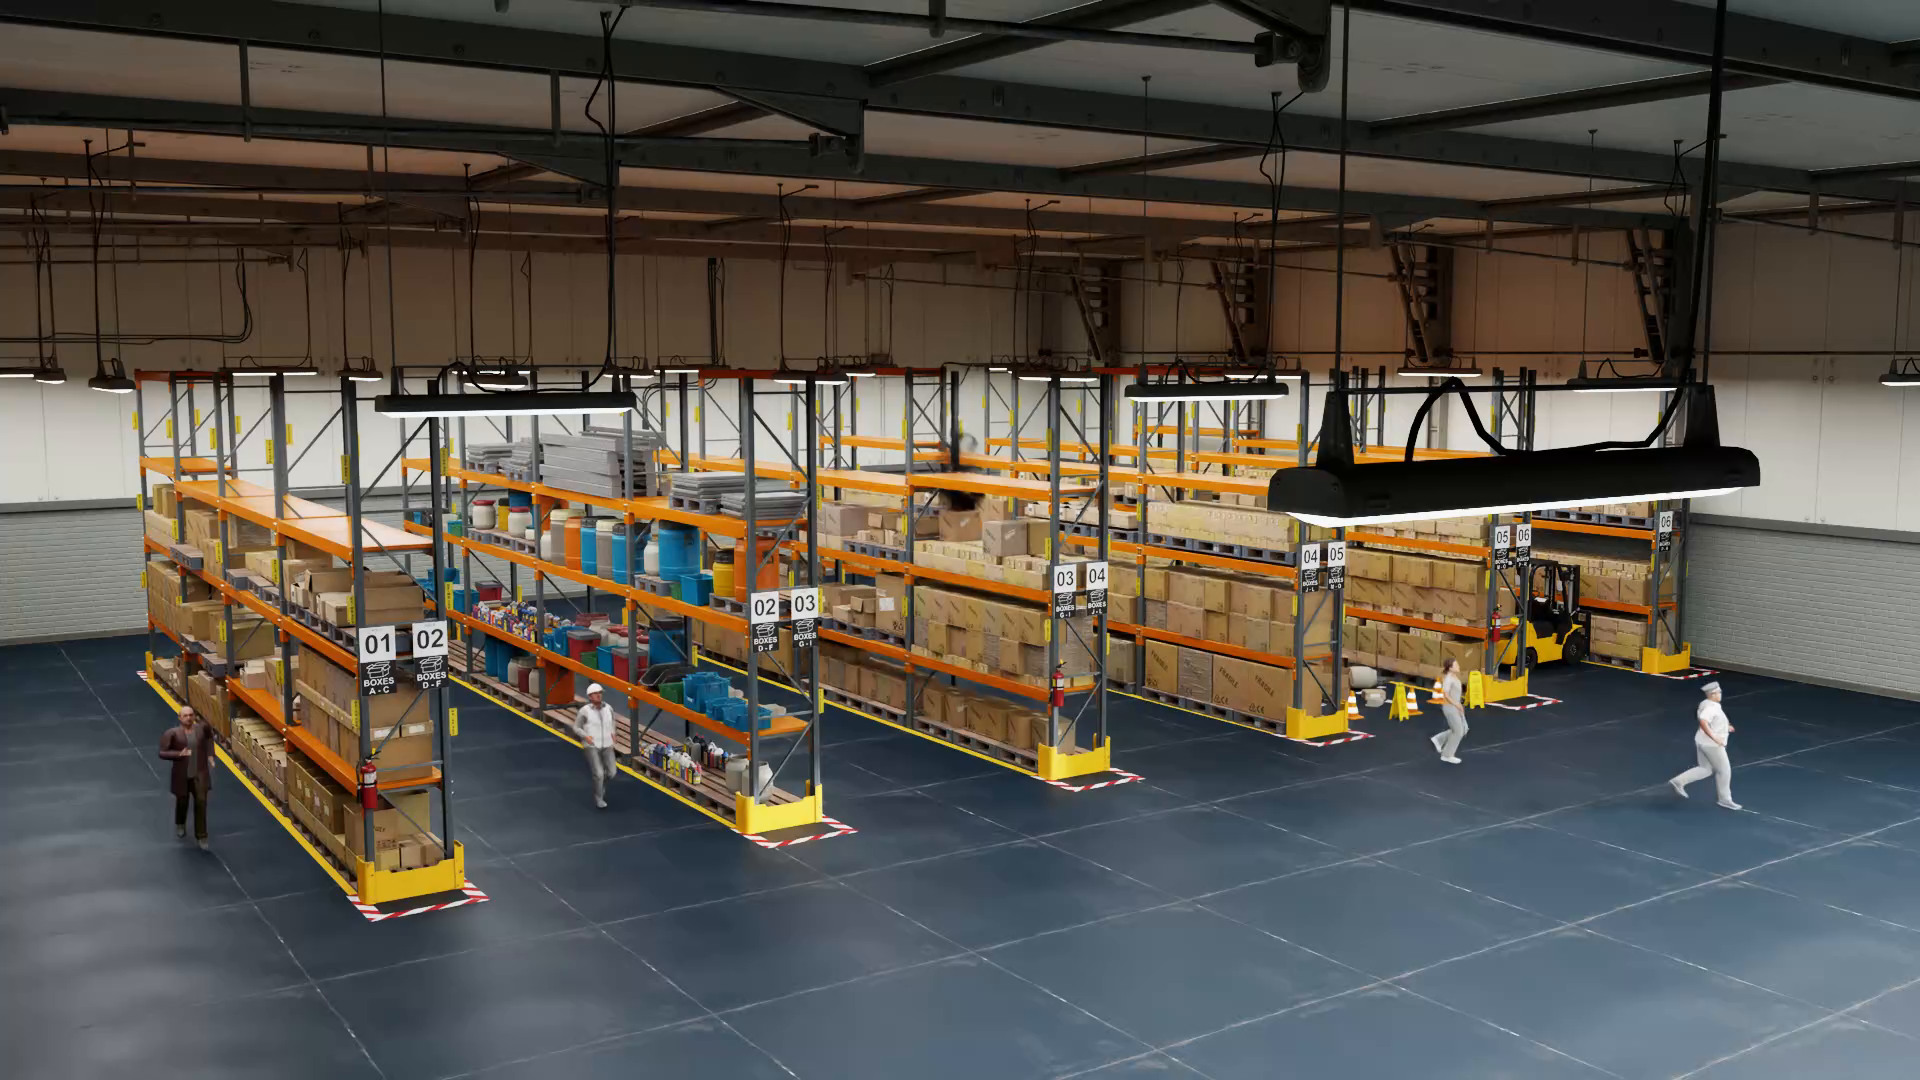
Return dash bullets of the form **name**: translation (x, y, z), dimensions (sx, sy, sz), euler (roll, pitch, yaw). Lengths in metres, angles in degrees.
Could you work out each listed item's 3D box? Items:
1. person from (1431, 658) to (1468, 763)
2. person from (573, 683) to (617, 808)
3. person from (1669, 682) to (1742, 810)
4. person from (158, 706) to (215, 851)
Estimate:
- **person**: translation (7.590, 2.627, 25.745), dimensions (0.542, 1.635, 0.568), euler (3, 7, 23)
- **person**: translation (-5.064, 2.857, 23.229), dimensions (0.657, 1.722, 0.609), euler (-5, 8, -36)
- **person**: translation (10.418, 2.851, 23.139), dimensions (0.951, 1.791, 0.664), euler (1, 6, 6)
- **person**: translation (-9.901, 3.016, 21.342), dimensions (0.714, 1.798, 1.007), euler (-5, 8, -35)
